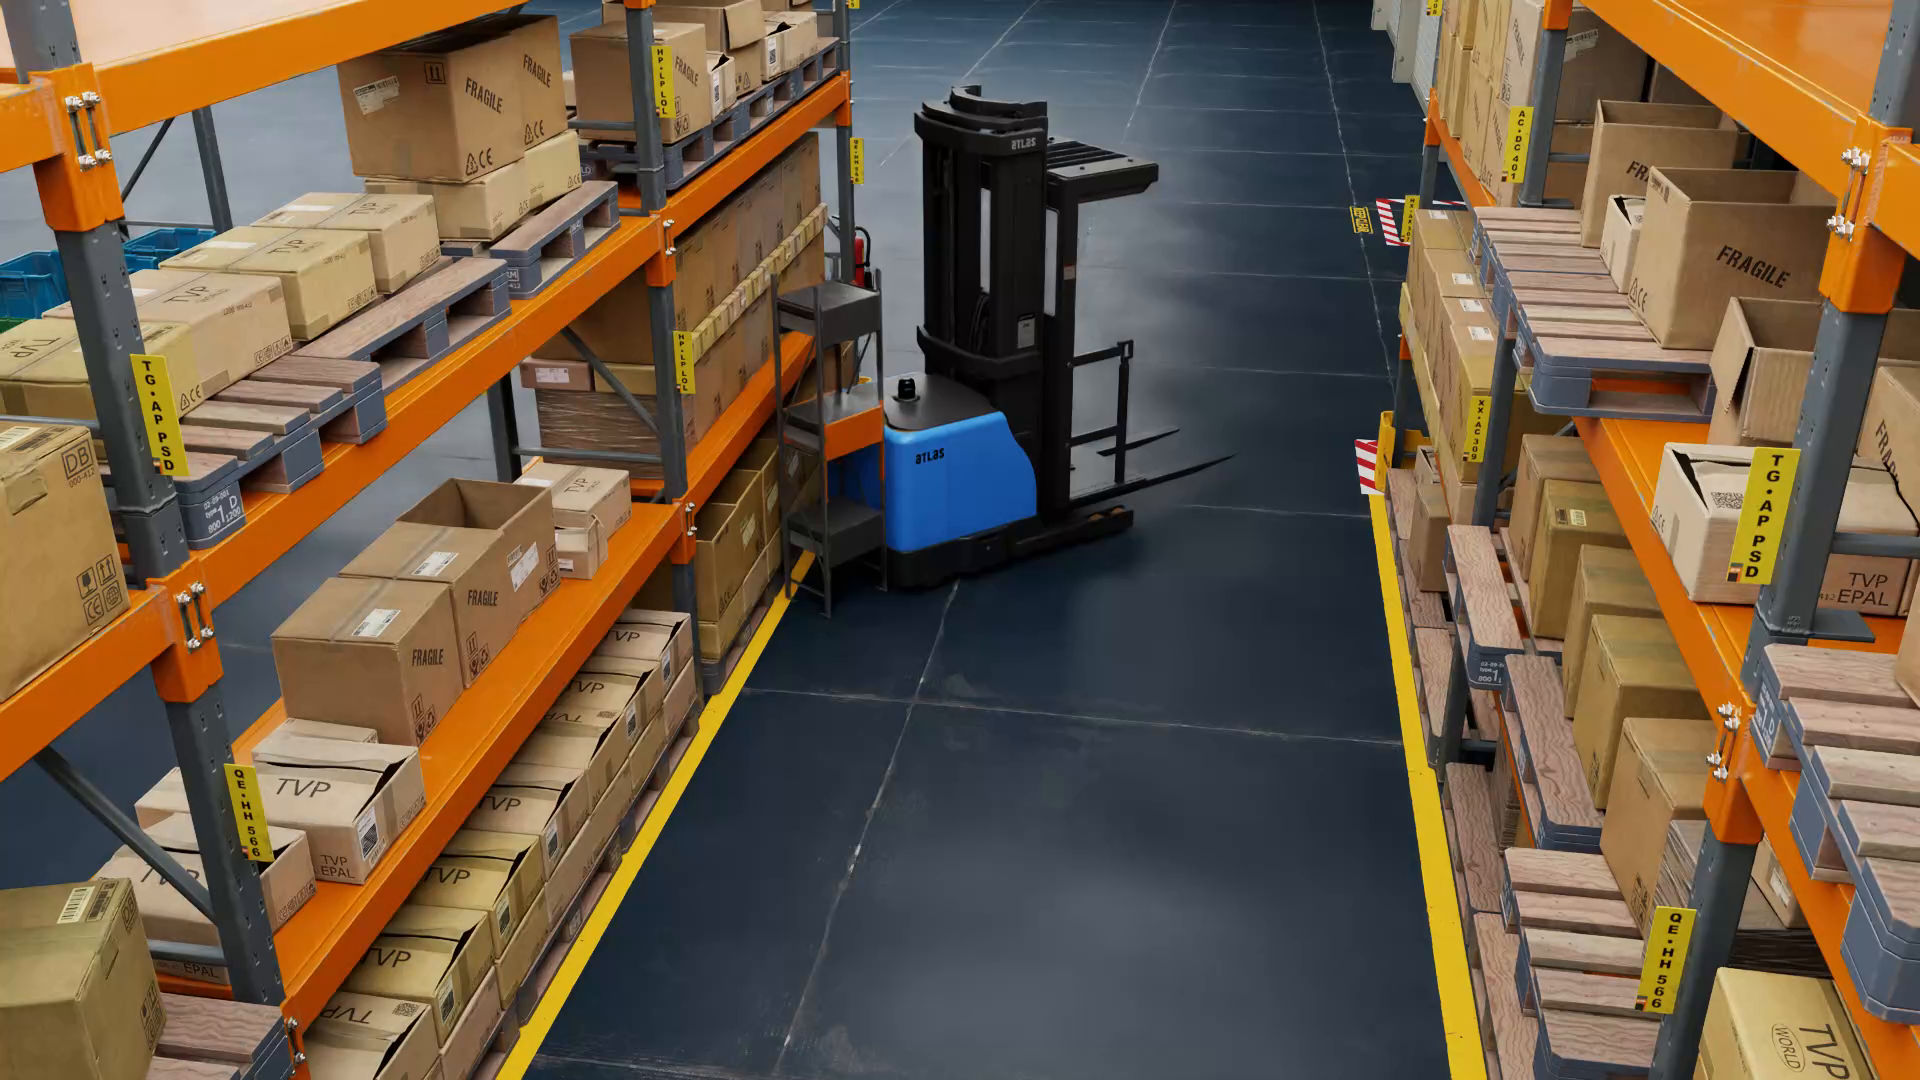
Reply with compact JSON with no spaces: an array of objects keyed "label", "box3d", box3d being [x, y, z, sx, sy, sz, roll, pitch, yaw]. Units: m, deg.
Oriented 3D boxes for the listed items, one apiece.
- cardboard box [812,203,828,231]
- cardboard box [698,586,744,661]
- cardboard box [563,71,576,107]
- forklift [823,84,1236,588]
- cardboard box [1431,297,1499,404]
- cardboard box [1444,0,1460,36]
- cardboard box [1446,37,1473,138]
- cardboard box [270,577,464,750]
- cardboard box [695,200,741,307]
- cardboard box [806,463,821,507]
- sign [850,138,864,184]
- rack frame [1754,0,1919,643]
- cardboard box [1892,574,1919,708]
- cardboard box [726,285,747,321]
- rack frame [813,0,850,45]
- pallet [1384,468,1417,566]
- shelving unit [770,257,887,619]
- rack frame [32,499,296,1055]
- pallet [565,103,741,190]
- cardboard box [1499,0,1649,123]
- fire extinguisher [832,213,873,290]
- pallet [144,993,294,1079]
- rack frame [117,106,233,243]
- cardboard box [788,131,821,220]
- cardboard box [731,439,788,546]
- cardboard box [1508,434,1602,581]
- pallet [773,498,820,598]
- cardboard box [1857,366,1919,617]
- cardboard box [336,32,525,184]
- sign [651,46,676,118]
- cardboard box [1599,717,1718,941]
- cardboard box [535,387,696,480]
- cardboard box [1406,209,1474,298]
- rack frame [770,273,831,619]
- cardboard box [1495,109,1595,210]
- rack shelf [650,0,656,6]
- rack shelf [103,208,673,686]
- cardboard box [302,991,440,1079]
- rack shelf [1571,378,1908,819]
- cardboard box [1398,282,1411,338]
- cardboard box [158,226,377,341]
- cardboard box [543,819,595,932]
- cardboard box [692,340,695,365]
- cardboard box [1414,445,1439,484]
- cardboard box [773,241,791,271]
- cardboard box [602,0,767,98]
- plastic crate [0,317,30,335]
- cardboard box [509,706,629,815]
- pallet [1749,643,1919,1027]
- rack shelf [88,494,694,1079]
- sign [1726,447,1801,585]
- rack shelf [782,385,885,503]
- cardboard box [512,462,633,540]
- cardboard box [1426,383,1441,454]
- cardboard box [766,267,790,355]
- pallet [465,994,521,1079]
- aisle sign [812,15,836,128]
[{"label":"cardboard box","box3d":[-1.143,-2.273,11.685,0.380,0.149,0.250,4,25,8]},{"label":"cardboard box","box3d":[-1.548,0.448,9.503,0.500,0.250,0.500,4,25,9]},{"label":"cardboard box","box3d":[-1.995,-2.456,9.057,0.380,0.149,0.250,4,25,9]},{"label":"forklift","box3d":[0.576,-1.498,10.994,3.031,2.935,1.130,-17,30,-31]},{"label":"cardboard box","box3d":[2.906,-1.012,9.142,0.500,0.500,0.500,3,25,7]},{"label":"cardboard box","box3d":[3.184,-3.281,9.862,0.500,0.500,0.500,4,25,8]},{"label":"cardboard box","box3d":[3.114,-2.616,9.622,0.500,0.500,0.500,5,26,11]},{"label":"cardboard box","box3d":[-2.318,0.490,6.546,0.500,0.500,0.500,3,25,6]},{"label":"cardboard box","box3d":[-1.692,-1.674,9.640,0.700,0.500,0.500,4,25,8]},{"label":"cardboard box","box3d":[-1.215,-0.388,11.289,0.500,0.250,0.500,4,25,9]},{"label":"sign","box3d":[-0.736,-2.696,11.825,0.100,0.325,0.005,4,25,9]},{"label":"rack frame","box3d":[2.311,-1.137,3.064,1.000,3.000,0.127,4,25,9]},{"label":"cardboard box","box3d":[2.290,0.180,3.152,0.700,0.500,0.500,2,25,4]},{"label":"cardboard box","box3d":[-1.481,-1.412,9.844,0.380,0.149,0.250,3,25,7]},{"label":"rack frame","box3d":[-1.269,-4.824,10.942,1.000,3.000,0.127,4,25,9]},{"label":"pallet","box3d":[3.439,-0.134,11.286,1.003,0.211,1.213,4,25,9]},{"label":"shelving unit","box3d":[-0.776,-0.601,10.054,0.431,2.100,0.503,22,33,38]},{"label":"rack frame","box3d":[-2.576,1.239,5.066,1.000,3.000,0.127,4,25,9]},{"label":"pallet","box3d":[-1.809,-2.111,8.789,1.003,0.211,1.213,4,25,9]},{"label":"cardboard box","box3d":[2.779,-2.187,7.524,0.500,0.500,0.500,2,25,4]},{"label":"fire extinguisher","box3d":[-0.791,-2.090,12.267,0.296,0.674,0.183,4,25,9]},{"label":"pallet","box3d":[-2.618,1.614,4.490,1.213,0.211,1.003,4,25,9]},{"label":"rack frame","box3d":[-6.155,-2.452,12.950,1.000,3.000,0.127,4,25,9]},{"label":"cardboard box","box3d":[-1.366,-2.524,11.455,0.700,0.500,0.500,4,25,9]},{"label":"cardboard box","box3d":[-1.375,-0.309,10.236,0.500,0.500,0.500,4,25,9]},{"label":"cardboard box","box3d":[2.848,-0.127,7.346,0.700,0.500,0.500,4,25,9]},{"label":"pallet","box3d":[-1.554,-0.013,11.028,1.003,0.211,1.213,4,25,9]},{"label":"cardboard box","box3d":[2.656,-0.118,4.284,0.500,0.500,0.500,4,25,9]},{"label":"cardboard box","box3d":[-2.133,-1.760,6.730,0.500,0.500,0.500,6,26,14]},{"label":"sign","box3d":[-1.386,-2.136,7.756,0.100,0.325,0.005,4,25,9]},{"label":"cardboard box","box3d":[2.443,0.903,5.146,0.700,0.500,0.500,2,25,4]},{"label":"cardboard box","box3d":[-1.856,-0.666,9.016,0.700,0.500,0.500,3,25,7]},{"label":"cardboard box","box3d":[3.244,-1.868,10.970,0.500,0.500,0.500,4,25,9]},{"label":"rack frame","box3d":[-0.942,-0.525,9.892,0.400,2.100,0.015,22,33,38]},{"label":"cardboard box","box3d":[2.804,-1.735,7.739,0.500,0.500,0.500,5,25,10]},{"label":"rack shelf","box3d":[-1.596,-3.481,9.392,1.077,0.370,4.000,4,25,9]},{"label":"rack shelf","box3d":[-2.249,-0.631,6.369,1.077,0.370,4.000,4,25,9]},{"label":"cardboard box","box3d":[-2.201,1.841,5.865,0.500,0.311,0.500,5,26,10]},{"label":"rack shelf","box3d":[2.638,-0.289,5.639,1.077,0.370,4.000,4,25,9]},{"label":"cardboard box","box3d":[3.226,-1.525,11.122,0.500,0.250,0.500,3,25,7]},{"label":"cardboard box","box3d":[-2.385,-0.895,5.767,0.500,0.250,0.500,4,25,7]},{"label":"cardboard box","box3d":[-1.956,1.452,7.357,0.500,0.250,0.500,5,25,10]},{"label":"cardboard box","box3d":[-1.647,-0.977,8.917,0.380,0.149,0.250,4,25,9]},{"label":"cardboard box","box3d":[3.417,-0.464,11.356,0.500,0.311,0.500,1,25,3]},{"label":"cardboard box","box3d":[-1.312,-1.842,10.764,0.380,0.149,0.250,5,26,10]},{"label":"cardboard box","box3d":[-1.529,-2.773,9.316,0.797,0.503,0.637,7,26,14]},{"label":"plastic crate","box3d":[-6.308,-1.231,10.592,0.450,0.188,0.662,4,25,9]},{"label":"cardboard box","box3d":[-1.869,0.983,7.699,0.500,0.311,0.500,4,25,8]},{"label":"pallet","box3d":[2.259,0.580,3.157,1.213,0.211,1.003,5,26,11]},{"label":"rack shelf","box3d":[-2.249,0.728,7.005,1.077,0.370,4.000,4,25,9]},{"label":"sign","box3d":[1.776,-0.051,3.672,0.100,0.325,0.005,4,25,9]},{"label":"rack shelf","box3d":[-0.776,-0.588,10.059,0.431,0.518,0.480,22,33,38]},{"label":"cardboard box","box3d":[-1.960,-0.158,8.225,0.500,0.250,0.500,6,26,12]},{"label":"cardboard box","box3d":[2.900,-0.672,9.301,0.500,0.250,0.500,4,25,8]},{"label":"cardboard box","box3d":[-1.526,-1.531,10.865,0.700,0.500,0.500,4,25,9]},{"label":"pallet","box3d":[-2.403,2.160,6.387,1.003,0.211,1.213,4,25,9]},{"label":"aisle sign","box3d":[-0.968,-3.292,11.678,0.394,0.787,0.004,4,25,9]}]
